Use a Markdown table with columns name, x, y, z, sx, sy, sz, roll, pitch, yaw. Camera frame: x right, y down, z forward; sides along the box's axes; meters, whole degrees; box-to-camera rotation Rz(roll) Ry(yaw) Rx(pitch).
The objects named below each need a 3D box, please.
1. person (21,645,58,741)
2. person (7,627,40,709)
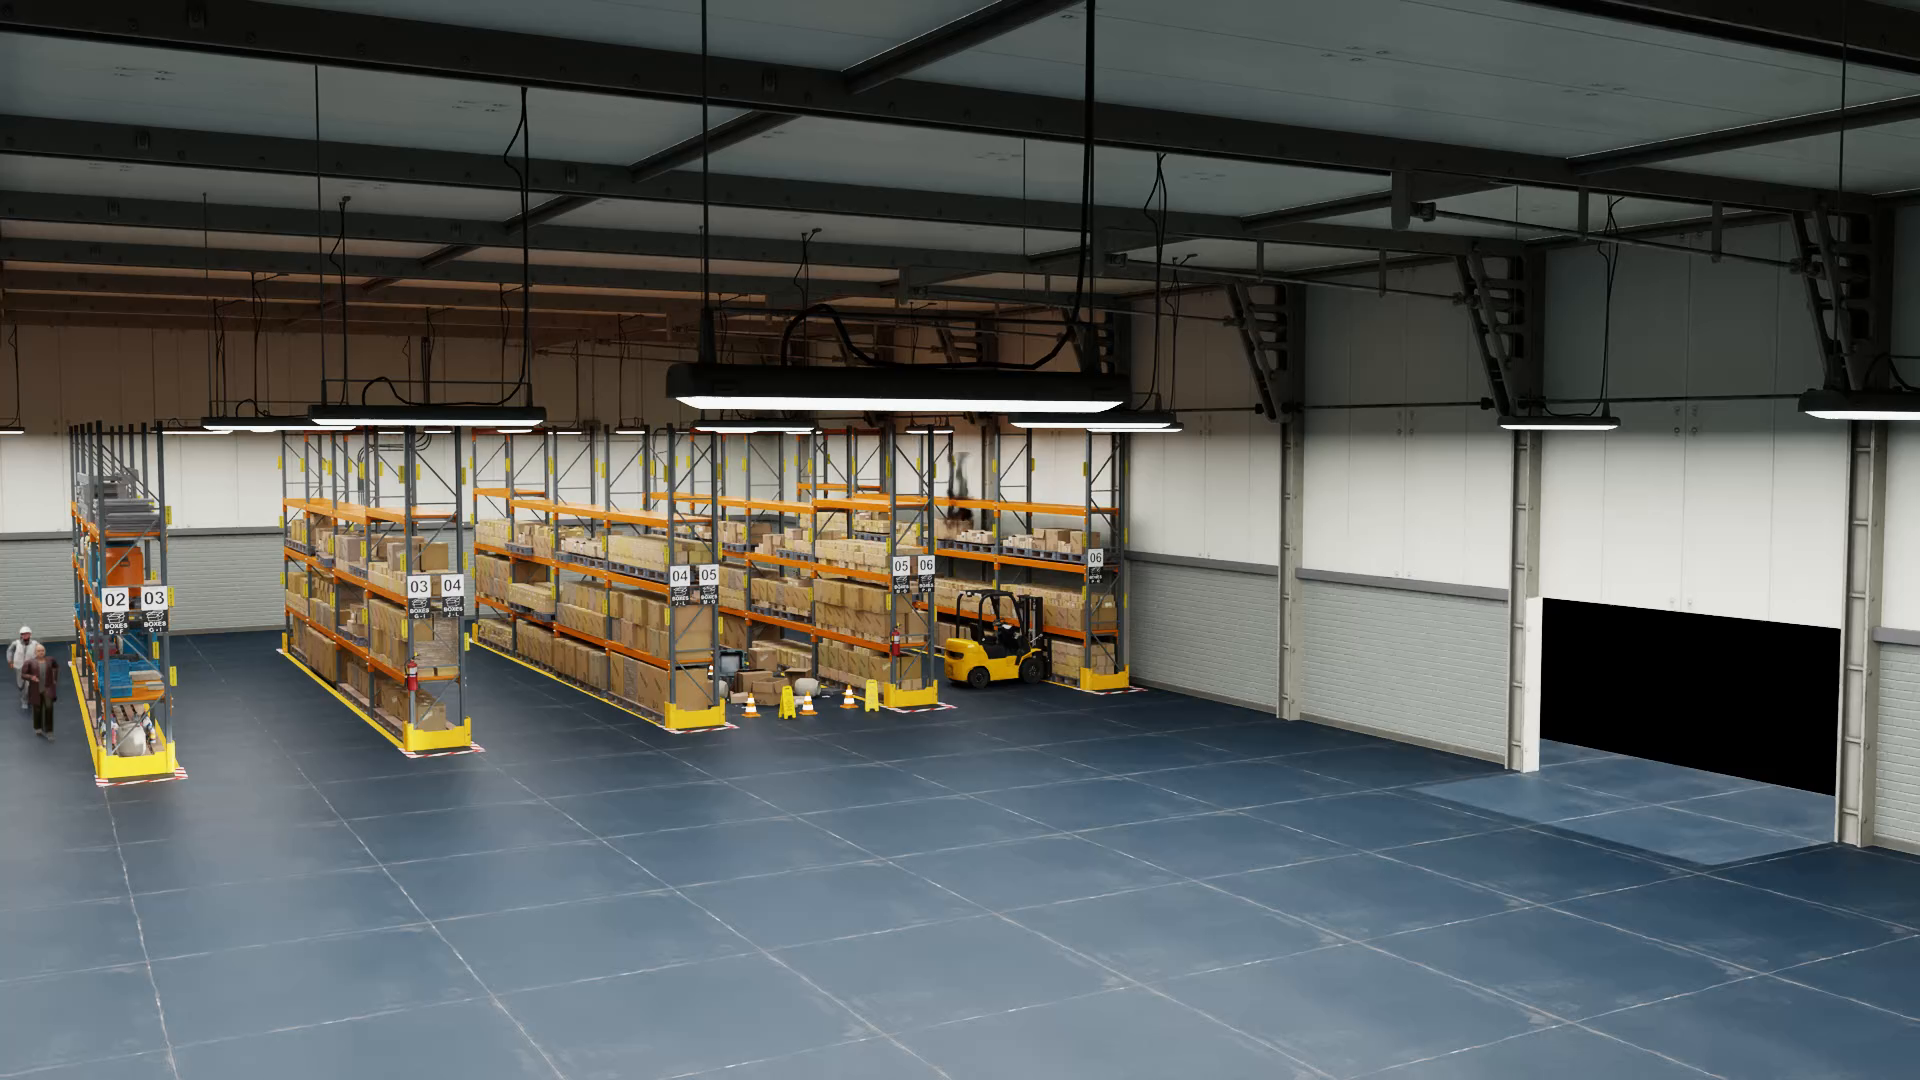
| name | x | y | z | sx | sy | sz | roll | pitch | yaw |
| --- | --- | --- | --- | --- | --- | --- | --- | --- | --- |
| person | -17.442 | 2.892 | 31.548 | 0.640 | 1.835 | 0.907 | -2 | 4 | -31 |
| person | -19.833 | 2.700 | 35.286 | 0.691 | 1.732 | 0.691 | -2 | 4 | -24 |
